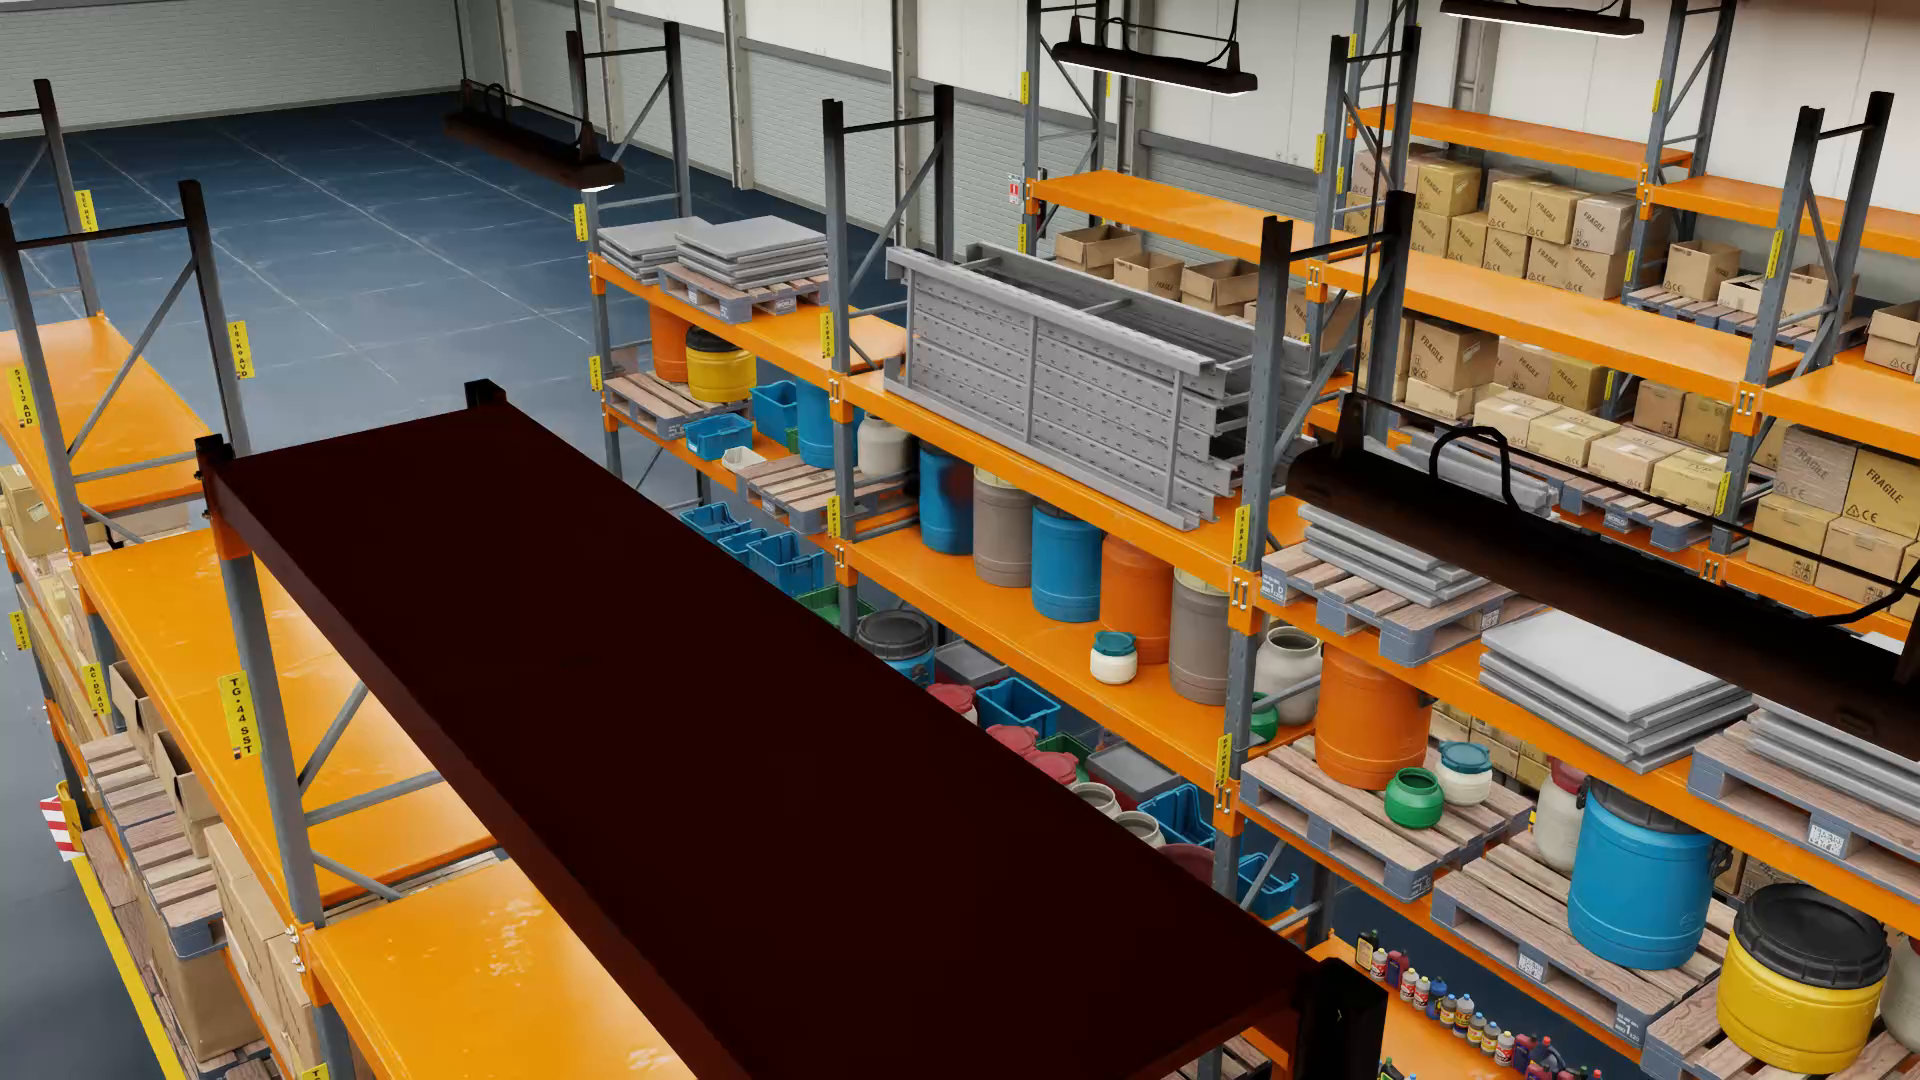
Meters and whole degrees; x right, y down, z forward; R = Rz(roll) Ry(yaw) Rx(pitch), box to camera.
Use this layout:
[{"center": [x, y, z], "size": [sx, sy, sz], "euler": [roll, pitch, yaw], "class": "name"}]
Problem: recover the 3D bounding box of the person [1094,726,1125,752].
[{"center": [-4.619, 3.605, 9.312], "size": [13.980, 1.590, 6.590], "euler": [-5, 25, -12], "class": "person"}]
